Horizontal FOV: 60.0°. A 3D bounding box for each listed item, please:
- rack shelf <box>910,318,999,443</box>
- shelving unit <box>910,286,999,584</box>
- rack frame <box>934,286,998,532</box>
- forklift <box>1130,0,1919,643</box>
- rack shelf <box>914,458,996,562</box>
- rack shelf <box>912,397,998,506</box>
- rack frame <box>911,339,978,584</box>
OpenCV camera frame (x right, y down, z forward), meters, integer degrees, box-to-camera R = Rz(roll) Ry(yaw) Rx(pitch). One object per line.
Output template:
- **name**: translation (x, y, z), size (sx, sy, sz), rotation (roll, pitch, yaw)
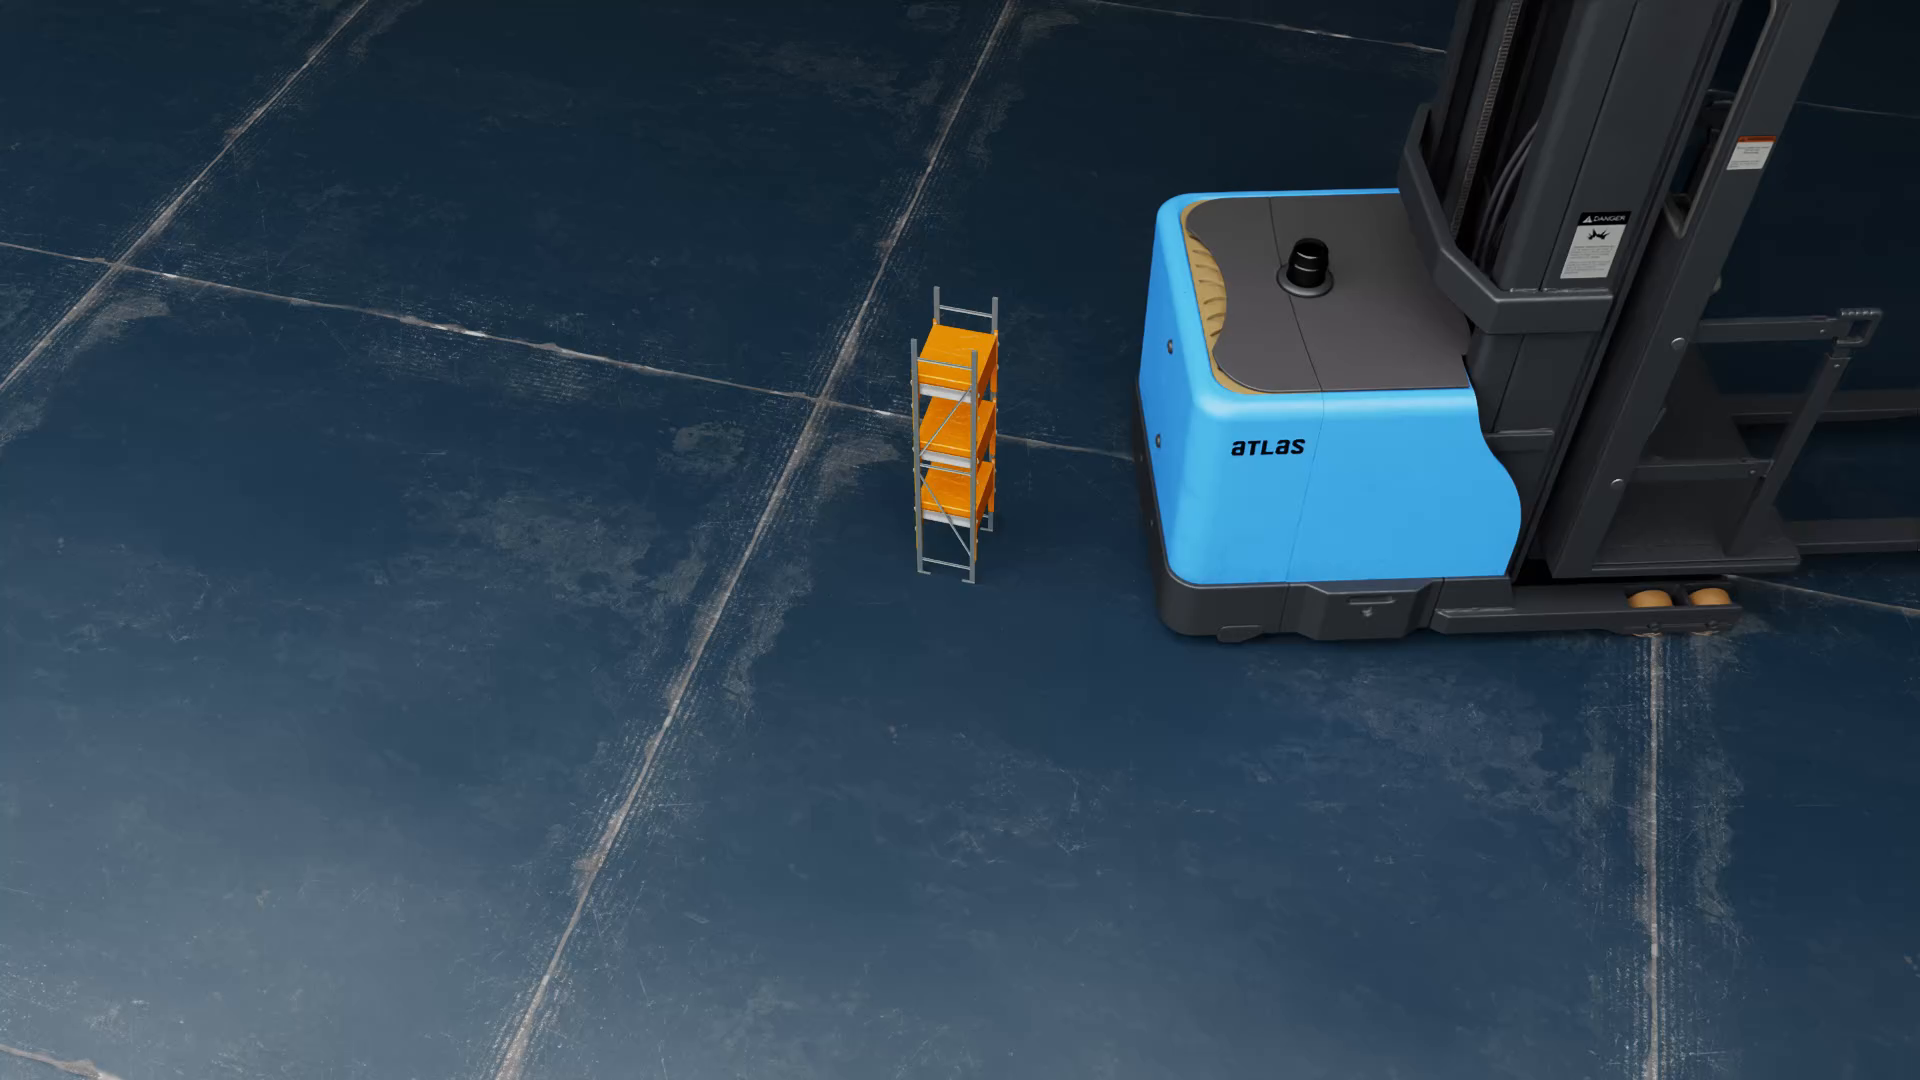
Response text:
- **rack shelf**: translation (-0.014, -0.489, 5.117), size (0.215, 0.259, 0.240), rotation (12, 50, 10)
- **shelving unit**: translation (-0.014, -0.309, 5.322), size (0.215, 1.050, 0.252), rotation (12, 50, 10)
- **rack frame**: translation (0.018, -0.397, 5.400), size (0.200, 1.050, 0.008), rotation (12, 50, 10)
- **forklift**: translation (2.145, -1.050, 4.722), size (3.031, 2.935, 1.130), rotation (-2, 49, -2)
- **rack shelf**: translation (-0.014, -0.118, 5.539), size (0.215, 0.259, 0.240), rotation (12, 50, 10)
- **rack shelf**: translation (-0.014, -0.302, 5.330), size (0.215, 0.259, 0.240), rotation (12, 50, 10)
- **rack frame**: translation (-0.046, -0.220, 5.244), size (0.200, 1.050, 0.008), rotation (12, 50, 10)
